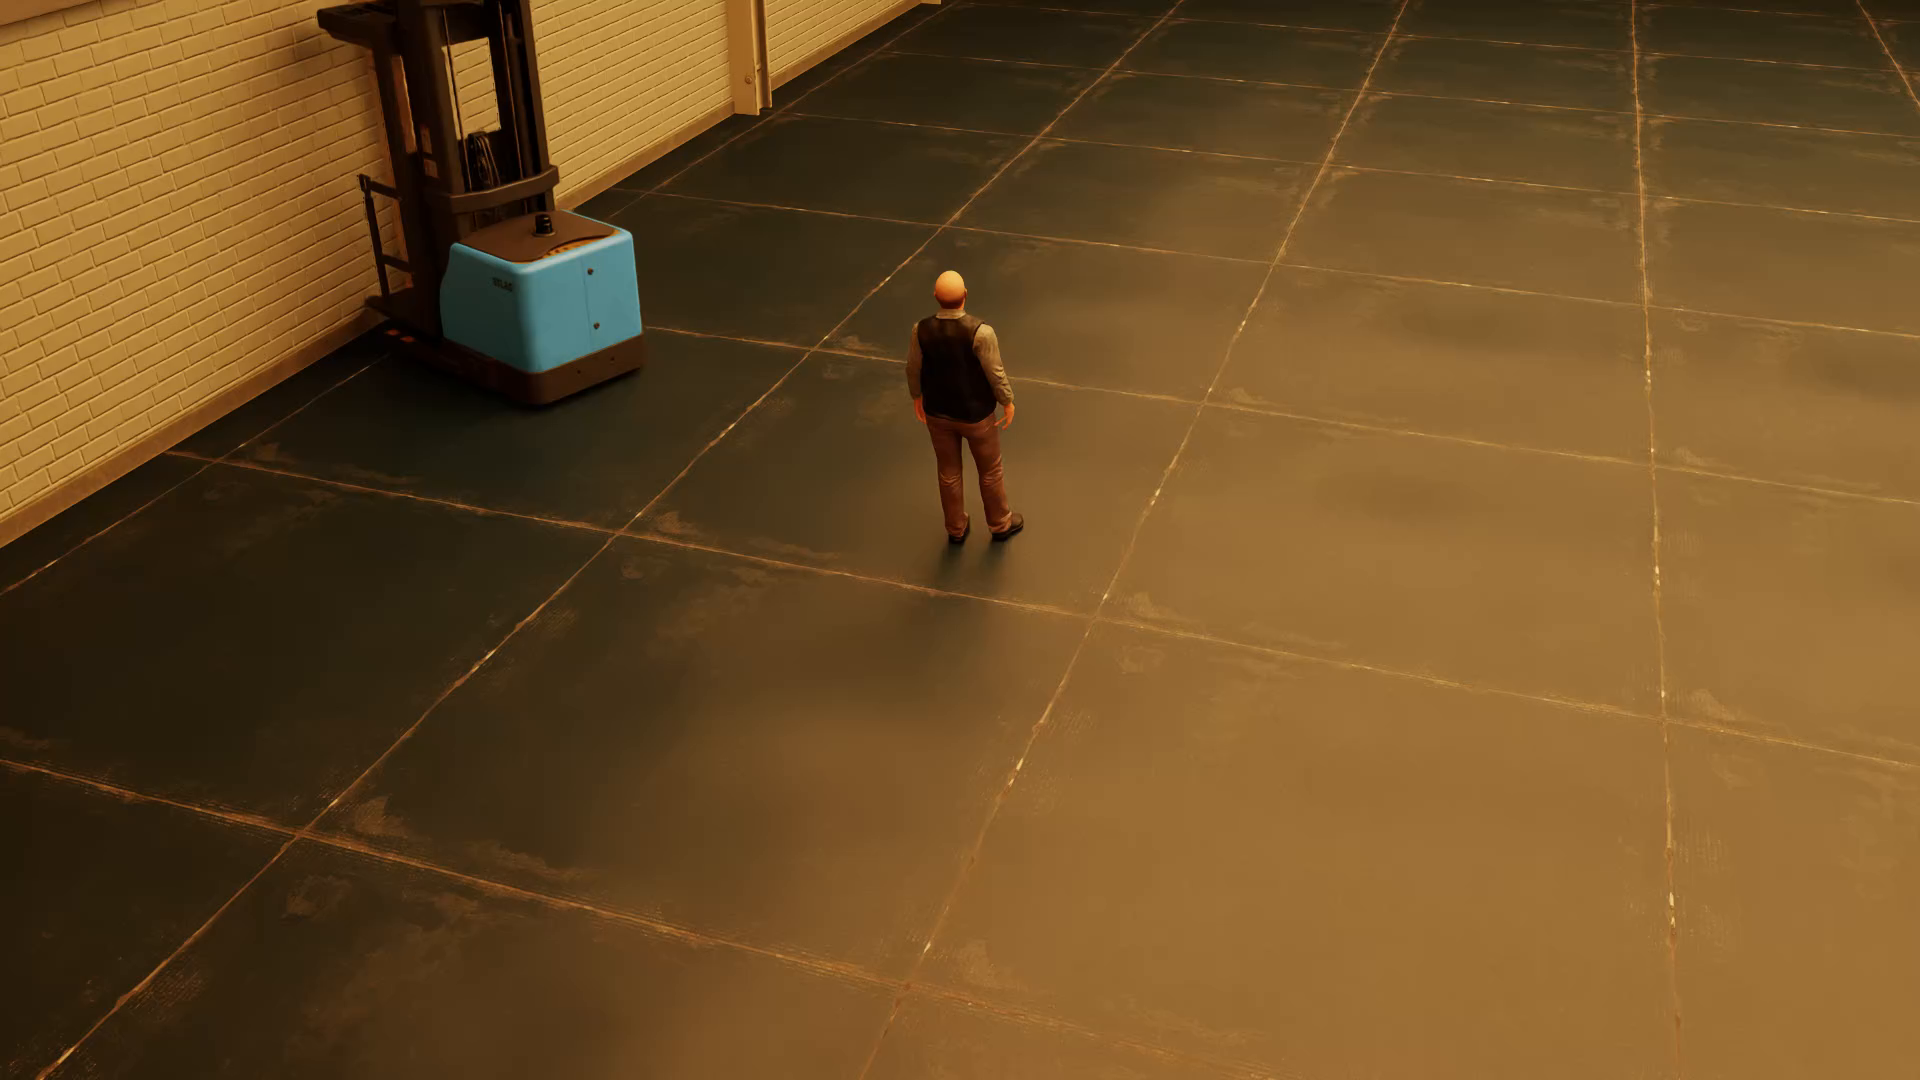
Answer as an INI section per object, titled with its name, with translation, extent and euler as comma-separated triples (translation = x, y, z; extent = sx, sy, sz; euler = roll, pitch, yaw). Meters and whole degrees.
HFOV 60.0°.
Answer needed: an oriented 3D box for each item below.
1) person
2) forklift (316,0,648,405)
[person]
translation = 0.027, -0.783, 9.716
extent = 0.634, 1.722, 0.566
euler = 10, 31, 16
[forklift]
translation = -3.756, -2.812, 12.070
extent = 3.031, 2.935, 1.130
euler = 23, 37, 34
